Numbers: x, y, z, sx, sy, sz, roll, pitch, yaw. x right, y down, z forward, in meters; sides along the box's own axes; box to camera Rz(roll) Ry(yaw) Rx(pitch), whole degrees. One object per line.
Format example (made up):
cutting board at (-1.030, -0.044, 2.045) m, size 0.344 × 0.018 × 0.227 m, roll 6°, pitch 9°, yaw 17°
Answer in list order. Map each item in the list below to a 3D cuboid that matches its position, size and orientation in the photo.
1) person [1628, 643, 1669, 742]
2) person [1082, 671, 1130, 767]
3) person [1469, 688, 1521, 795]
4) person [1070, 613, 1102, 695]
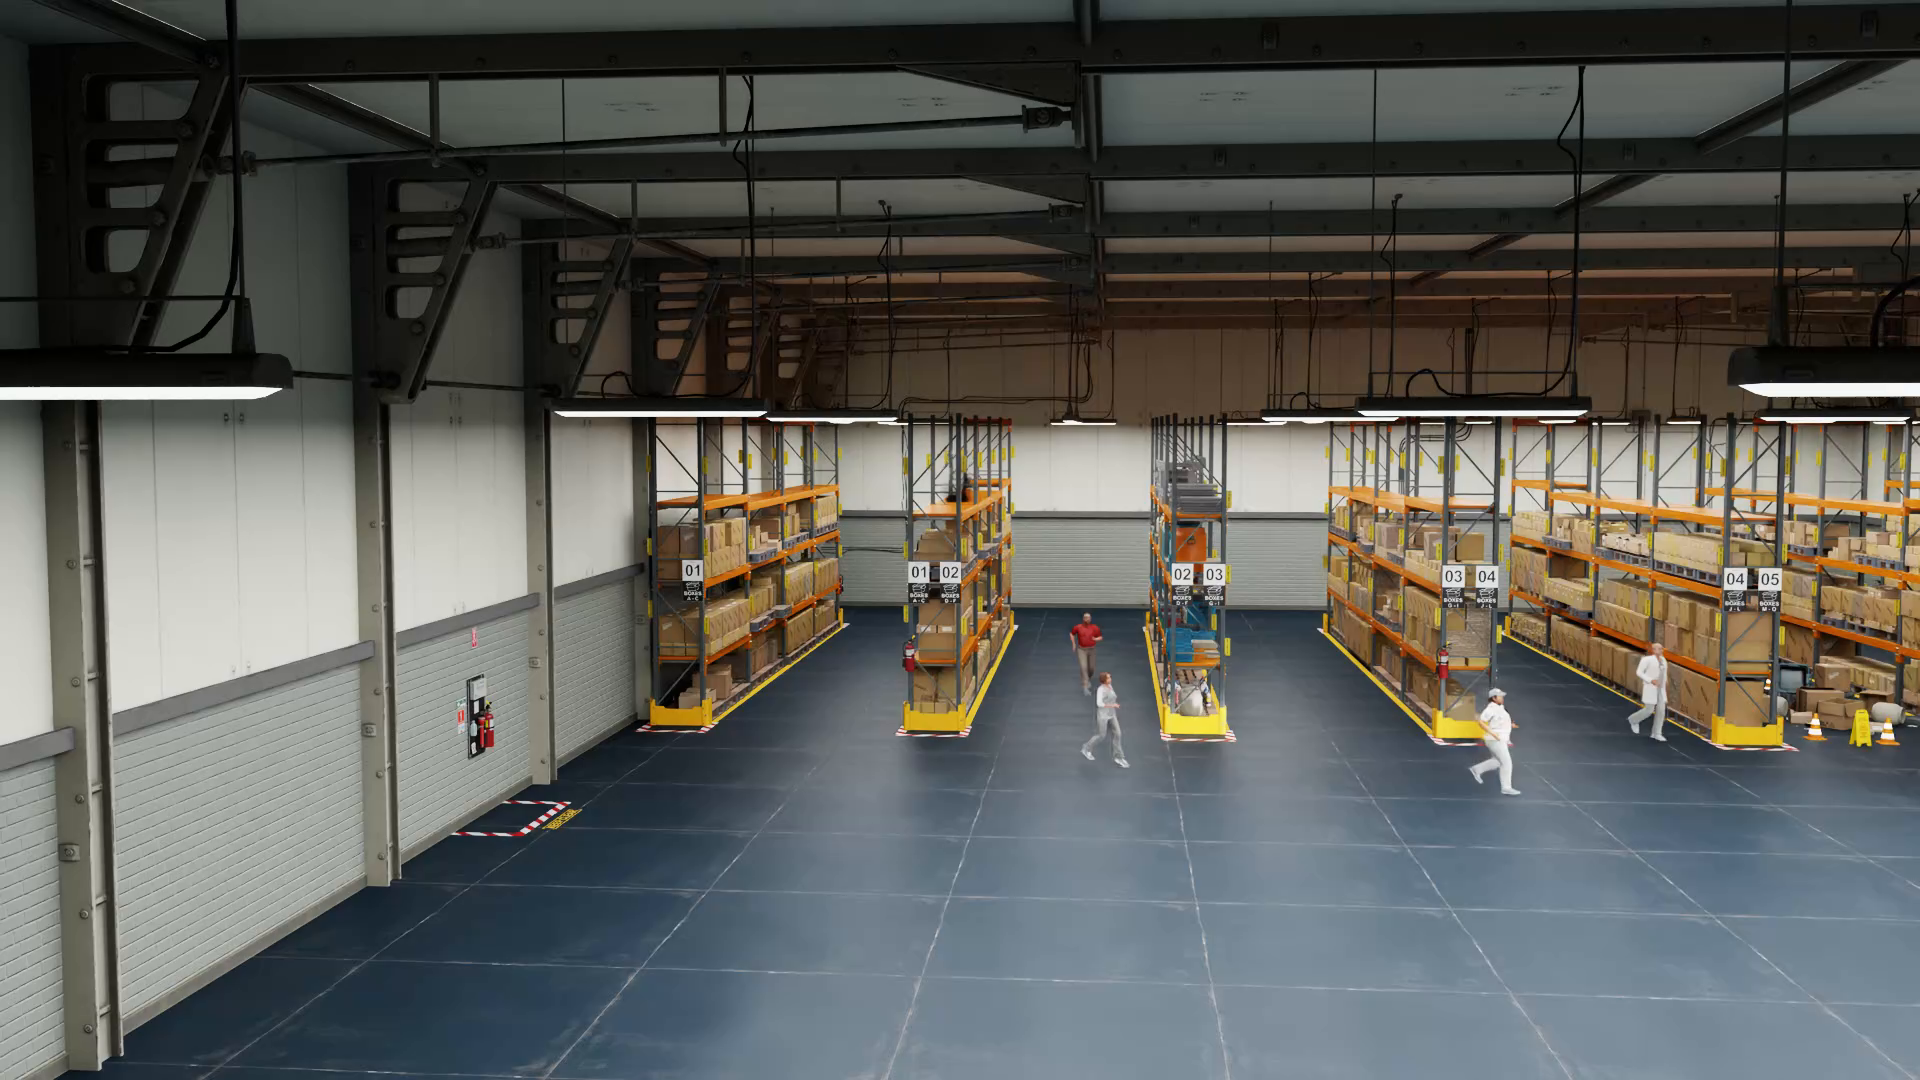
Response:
person at (12.817, 2.785, 30.738) m, size 0.735 × 1.773 × 0.907 m, roll -1°, pitch 4°, yaw -16°
person at (2.473, 3.023, 28.215) m, size 0.868 × 1.610 × 0.548 m, roll 3°, pitch 5°, yaw 37°
person at (8.411, 3.144, 26.118) m, size 0.823 × 1.636 × 0.621 m, roll 3°, pitch 5°, yaw 34°
person at (2.737, 2.427, 35.870) m, size 0.662 × 1.714 × 0.989 m, roll -1°, pitch 4°, yaw -8°
